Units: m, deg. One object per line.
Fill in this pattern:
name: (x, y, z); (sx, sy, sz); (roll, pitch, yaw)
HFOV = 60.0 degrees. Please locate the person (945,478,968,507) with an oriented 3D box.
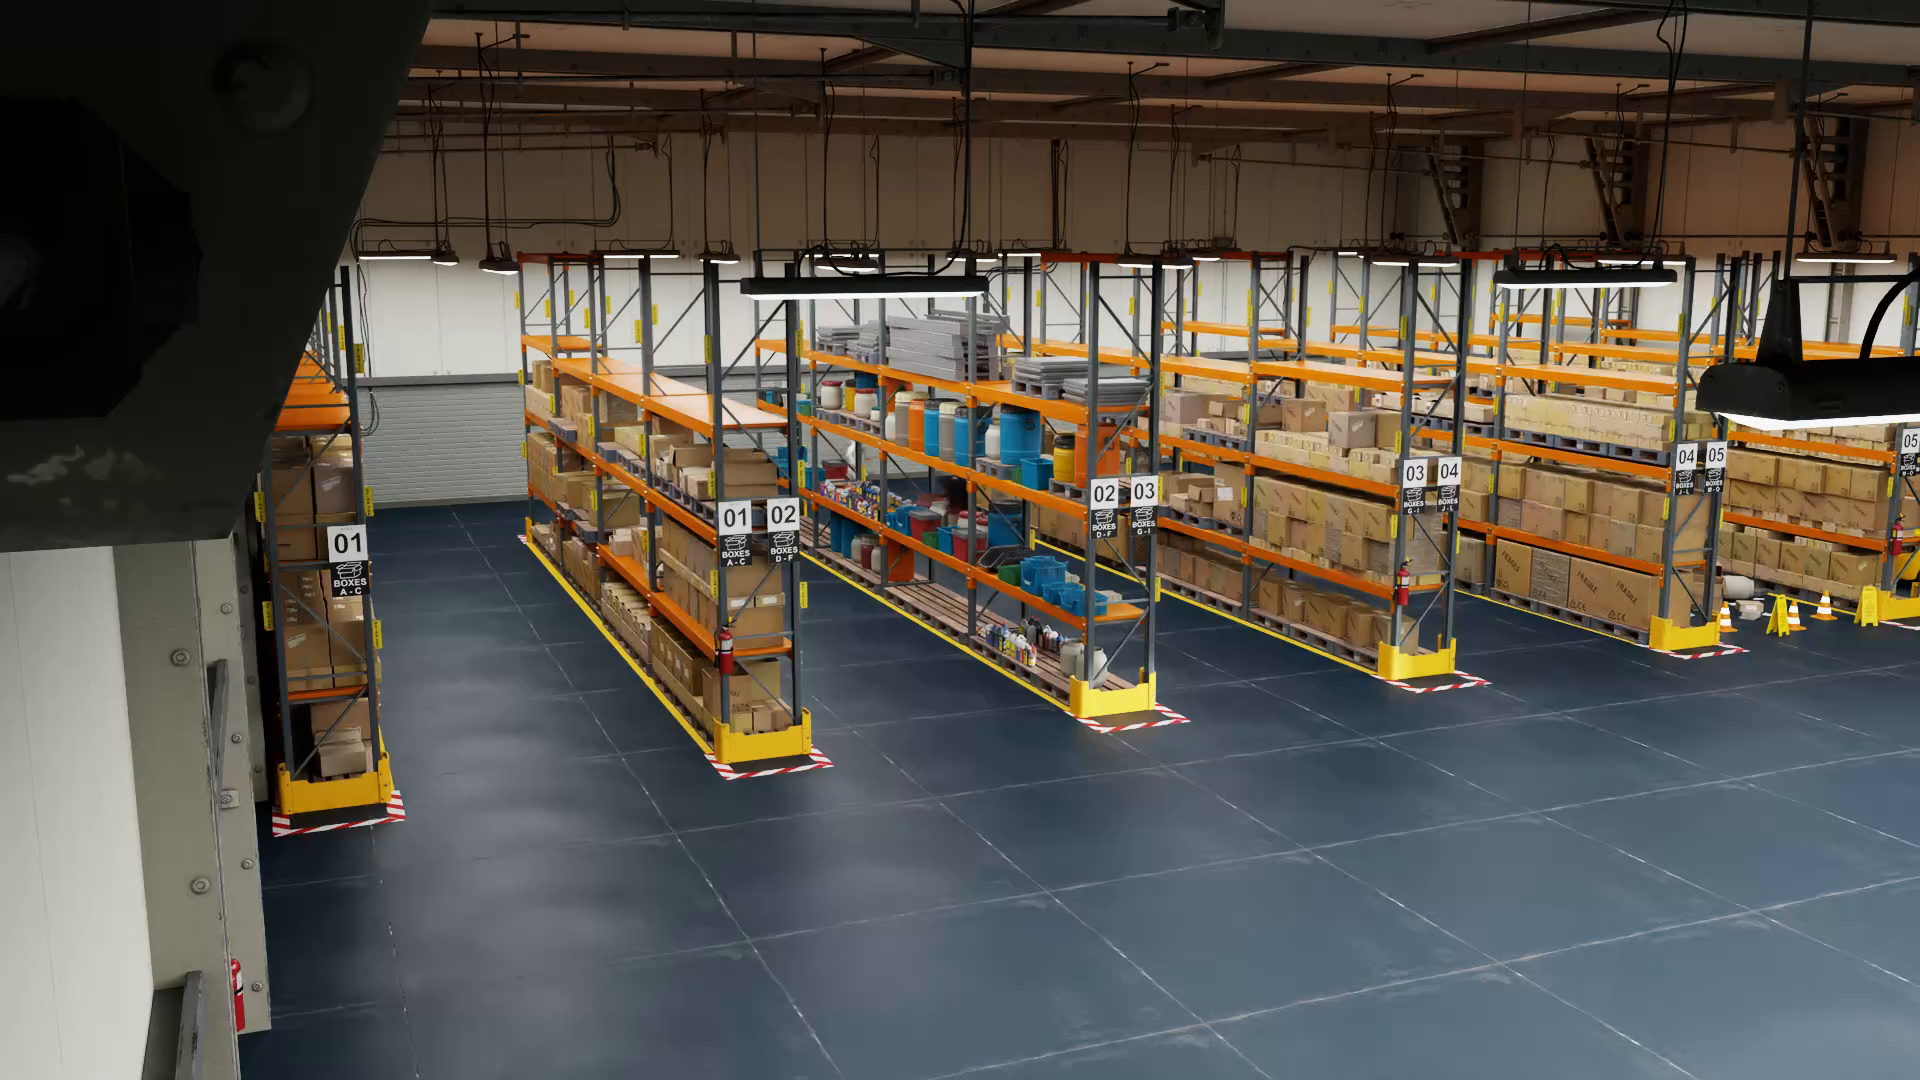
person: (-0.079, -0.332, 32.078); (0.707, 1.763, 0.717); (-5, 11, -24)

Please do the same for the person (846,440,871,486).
person: (-2.563, -1.683, 39.400); (0.954, 1.761, 0.689); (-1, 10, -5)
